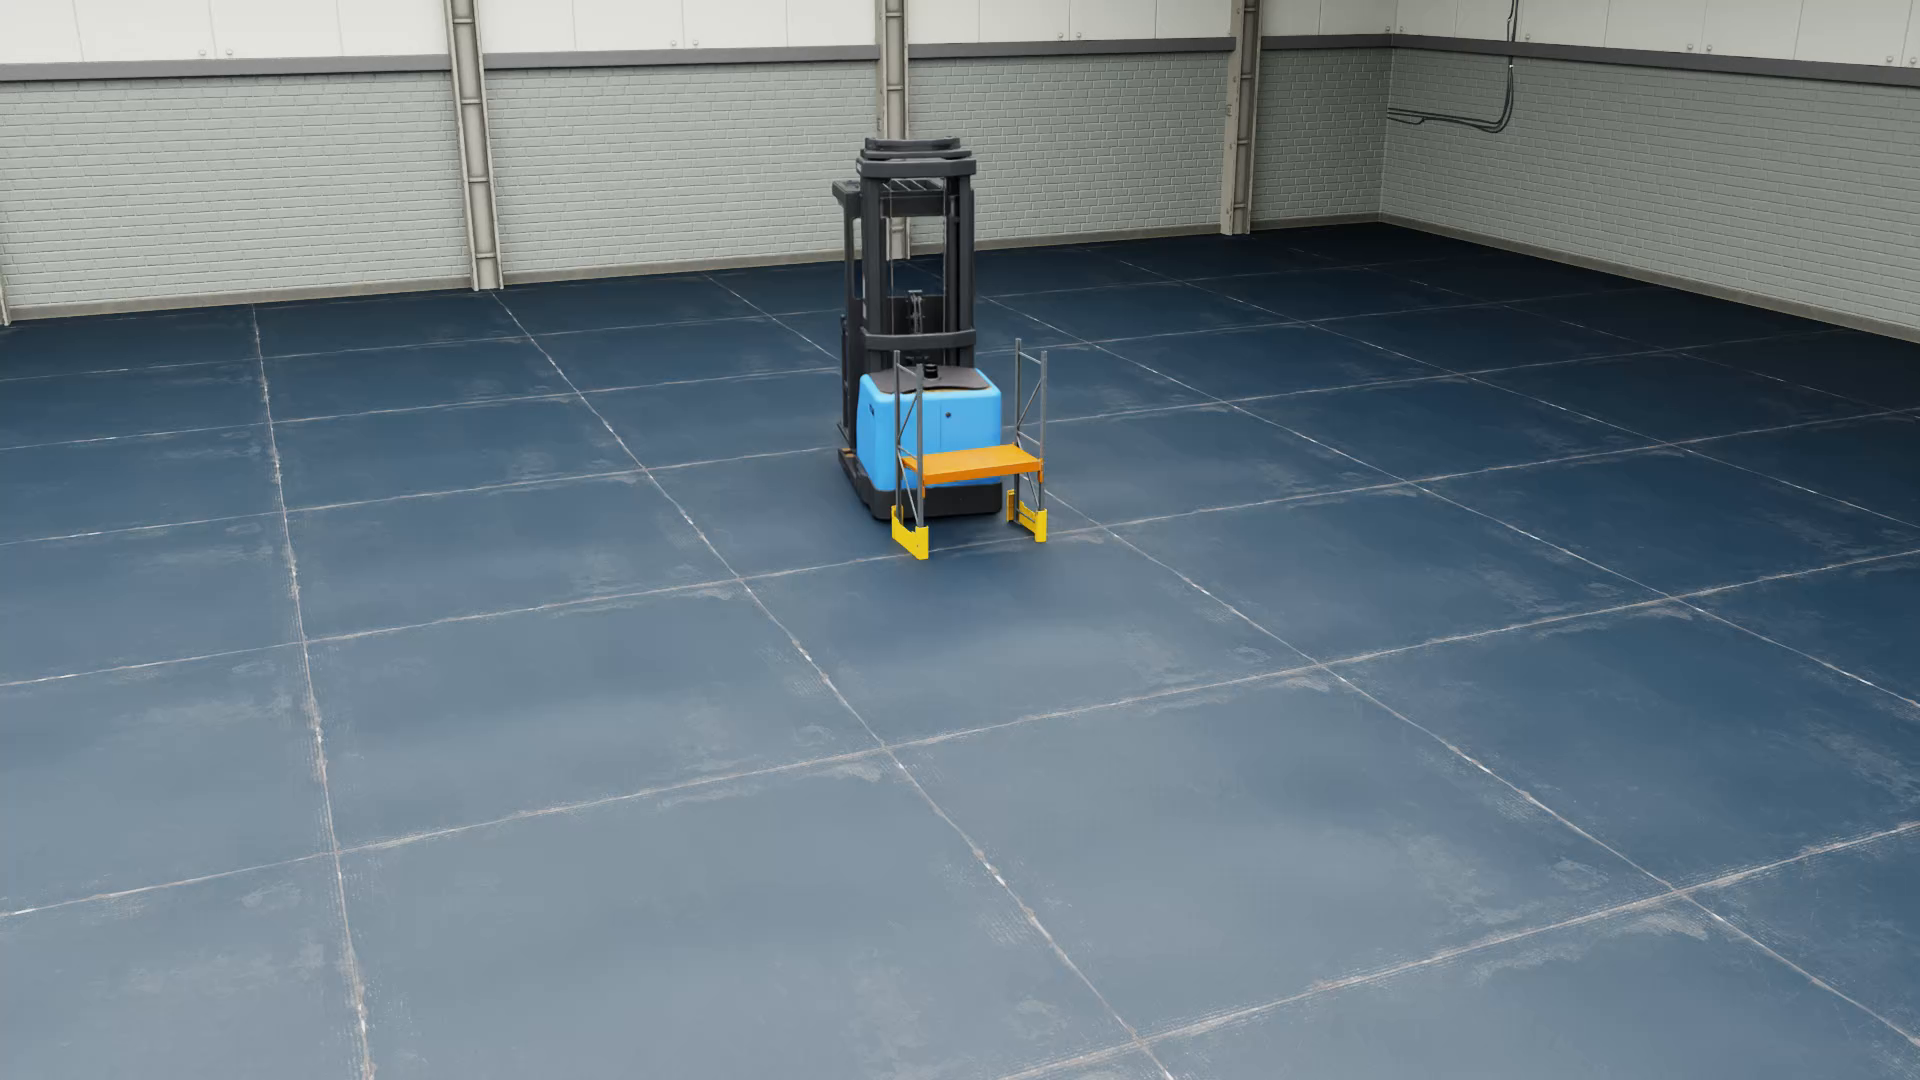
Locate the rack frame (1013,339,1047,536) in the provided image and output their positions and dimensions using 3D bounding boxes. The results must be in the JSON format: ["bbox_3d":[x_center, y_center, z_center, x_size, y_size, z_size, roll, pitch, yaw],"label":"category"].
[{"bbox_3d":[0.545,-0.786,12.995,0.032,1.500,0.500,-8,21,-22],"label":"rack frame"}]

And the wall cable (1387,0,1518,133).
[{"bbox_3d":[7.748,-7.813,26.338,0.112,2.526,3.097,-8,21,-22],"label":"wall cable"}]

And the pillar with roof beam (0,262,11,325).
[{"bbox_3d":[-10.303,-5.613,15.413,0.400,9.000,9.100,-8,21,-22],"label":"pillar with roof beam"}]

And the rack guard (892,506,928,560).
[{"bbox_3d":[-0.387,-0.062,12.823,0.087,0.250,0.587,-8,21,-22],"label":"rack guard"}]

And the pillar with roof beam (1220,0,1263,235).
[{"bbox_3d":[6.224,-7.981,22.138,0.400,9.000,9.100,-8,21,-22],"label":"pillar with roof beam"}]

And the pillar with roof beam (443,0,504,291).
[{"bbox_3d":[-4.794,-6.402,17.655,0.400,9.000,9.100,-8,21,-22],"label":"pillar with roof beam"}]

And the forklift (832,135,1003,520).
[{"bbox_3d":[-0.475,-1.998,14.284,1.130,2.935,3.031,-4,20,-12],"label":"forklift"}]

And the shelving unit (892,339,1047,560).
[{"bbox_3d":[0.070,-0.717,12.801,1.083,1.500,0.587,-8,21,-22],"label":"shelving unit"}]

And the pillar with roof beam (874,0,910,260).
[{"bbox_3d":[0.715,-7.191,19.897,0.400,9.000,9.100,-8,21,-22],"label":"pillar with roof beam"}]

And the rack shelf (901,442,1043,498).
[{"bbox_3d":[0.078,-0.549,12.865,1.000,0.185,0.538,-8,21,-22],"label":"rack shelf"}]

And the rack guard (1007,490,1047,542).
[{"bbox_3d":[0.527,-0.193,13.195,0.087,0.250,0.587,-8,21,-22],"label":"rack guard"}]

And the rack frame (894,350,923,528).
[{"bbox_3d":[-0.388,-0.652,12.615,0.032,1.500,0.500,-8,21,-22],"label":"rack frame"}]
